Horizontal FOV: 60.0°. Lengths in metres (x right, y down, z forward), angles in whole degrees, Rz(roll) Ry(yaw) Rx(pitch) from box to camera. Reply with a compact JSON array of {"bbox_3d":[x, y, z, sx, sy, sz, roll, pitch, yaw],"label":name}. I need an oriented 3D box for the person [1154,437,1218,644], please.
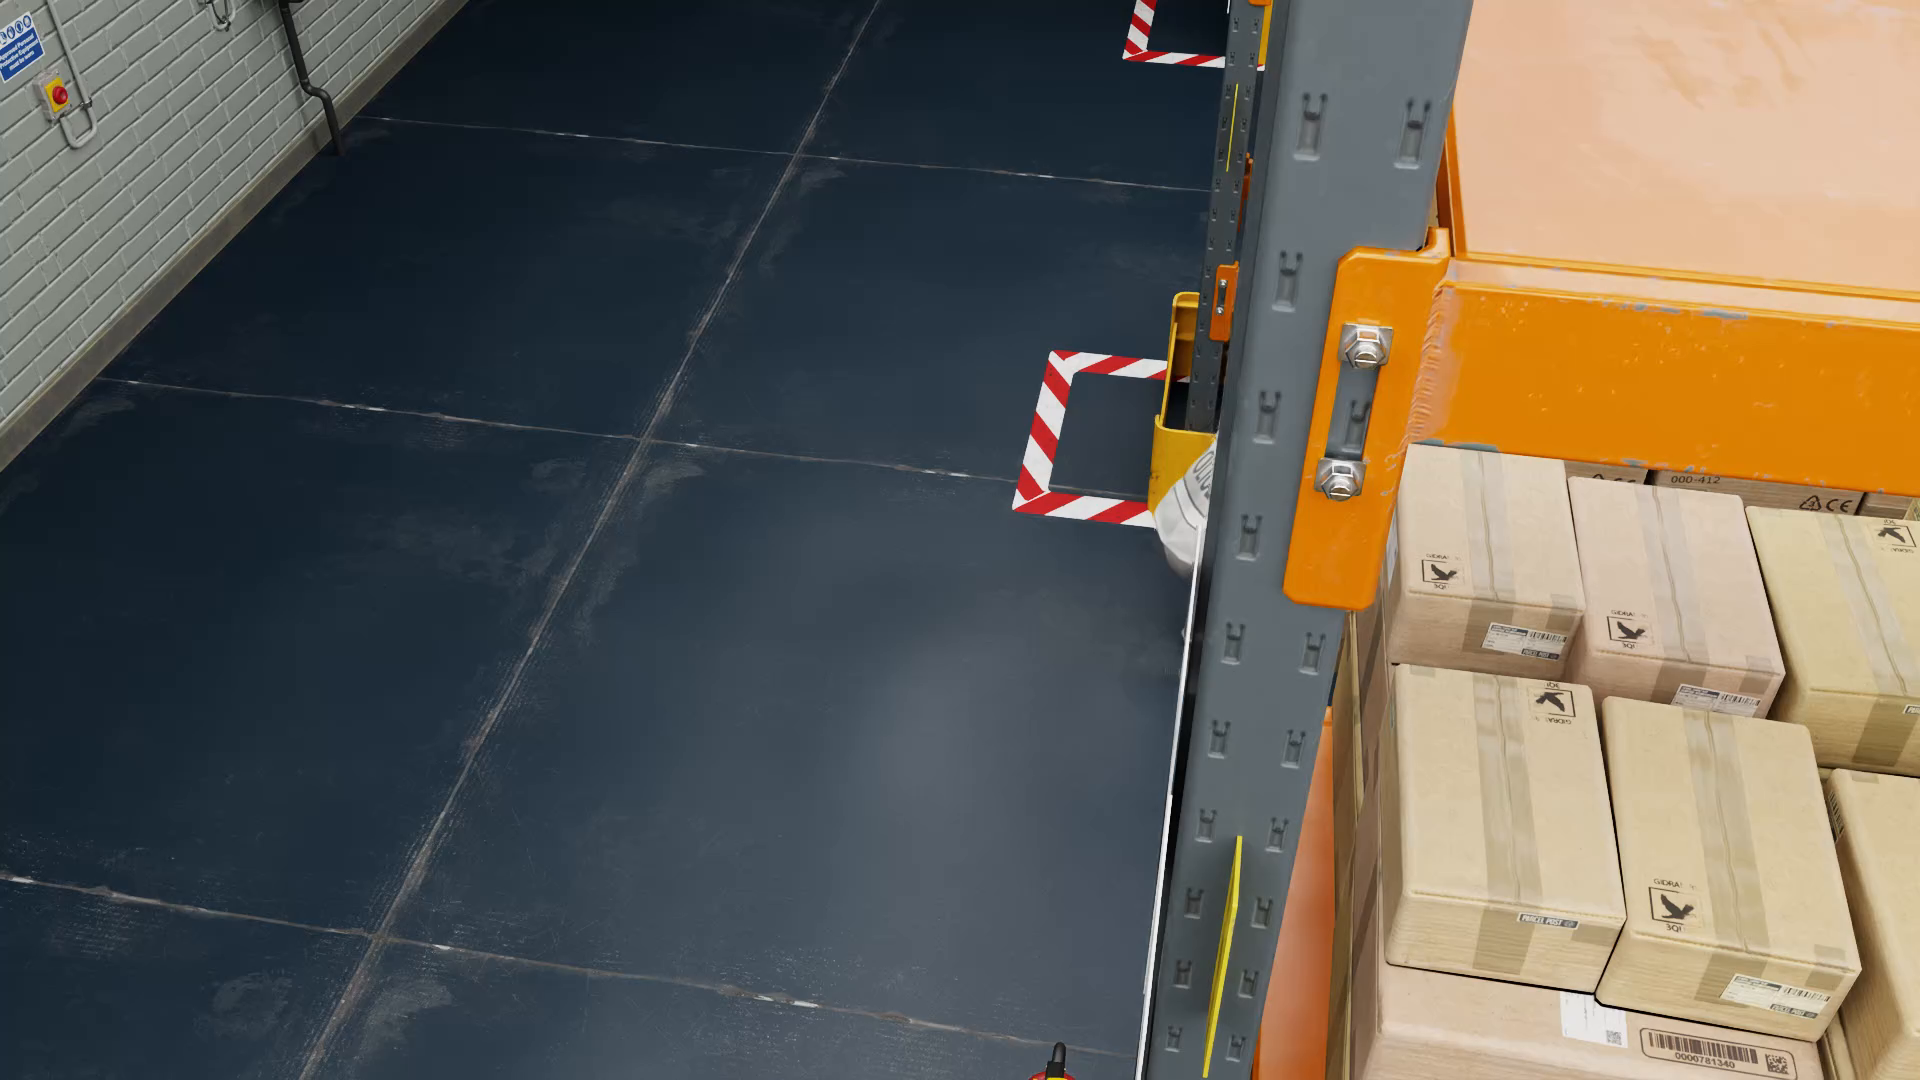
[{"bbox_3d":[1.142,-0.032,6.684,0.739,1.333,0.497,-3,41,-4],"label":"person"}]
